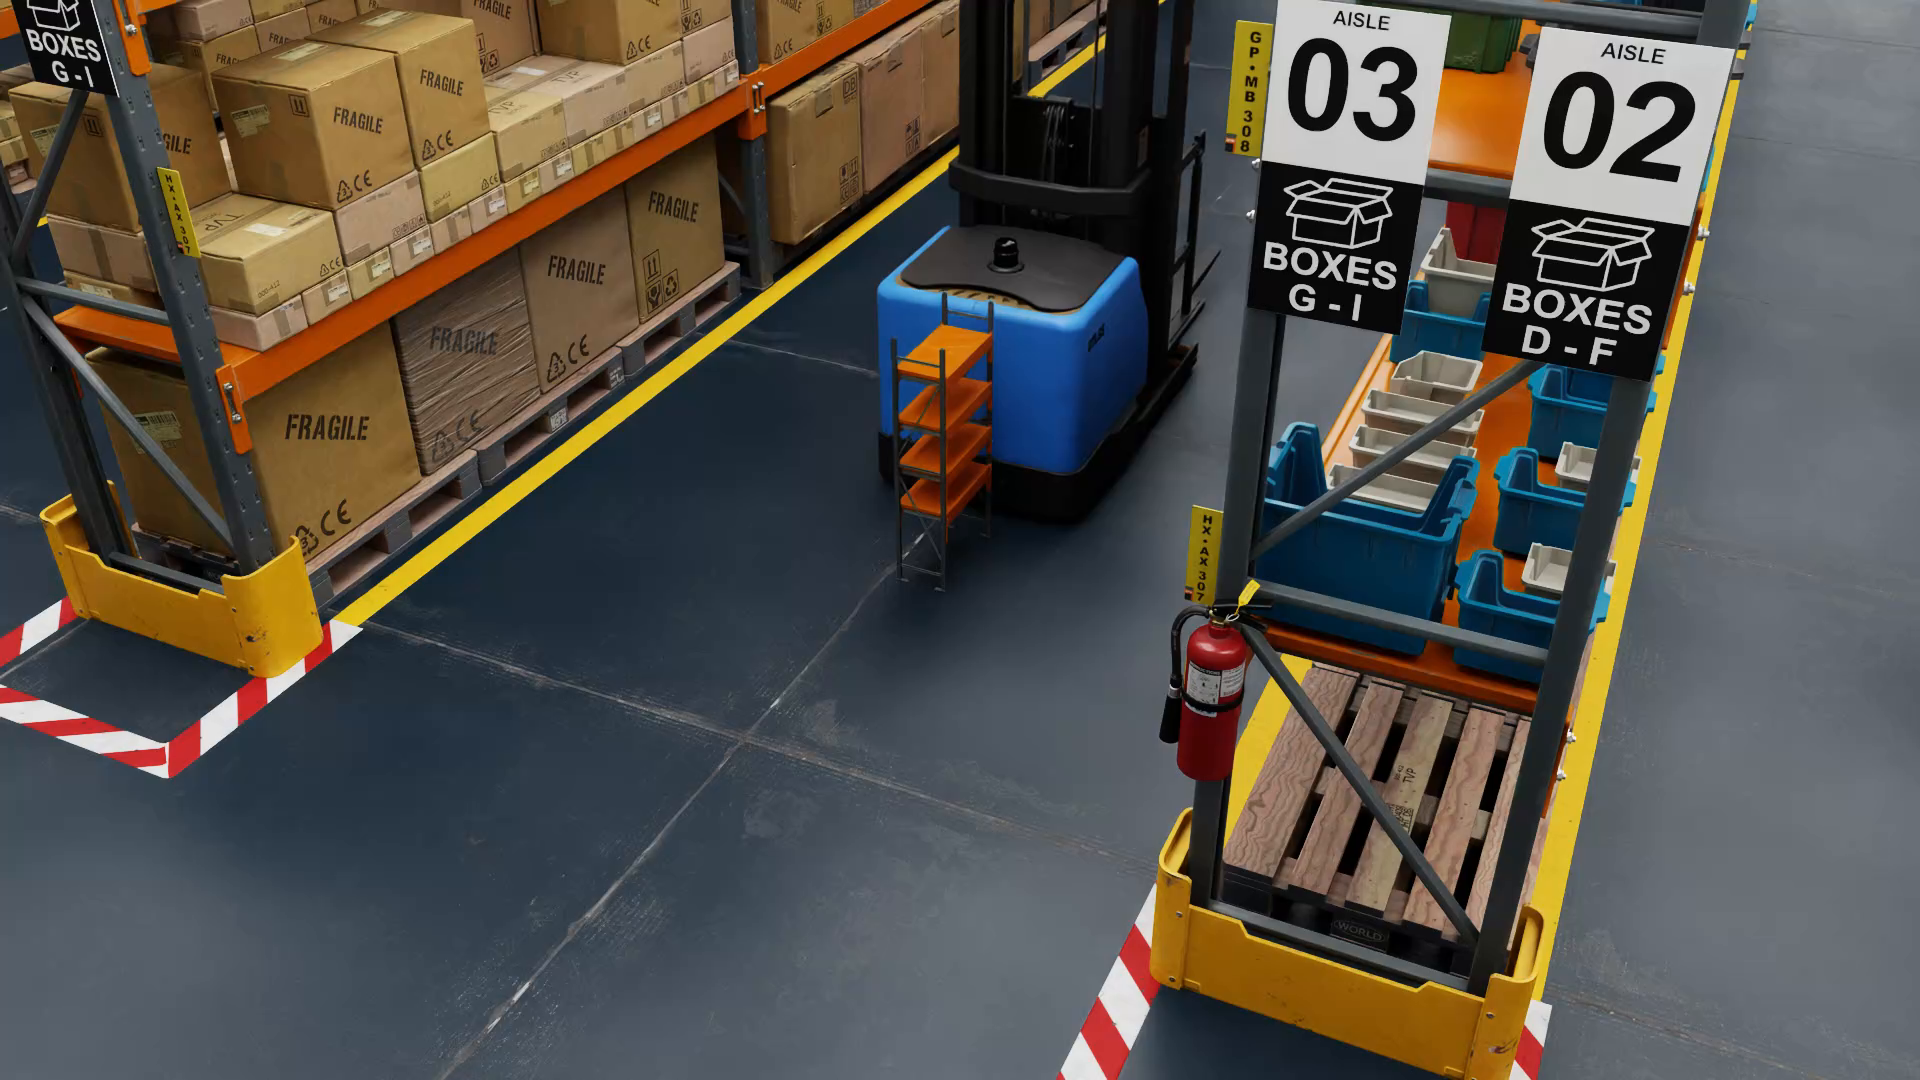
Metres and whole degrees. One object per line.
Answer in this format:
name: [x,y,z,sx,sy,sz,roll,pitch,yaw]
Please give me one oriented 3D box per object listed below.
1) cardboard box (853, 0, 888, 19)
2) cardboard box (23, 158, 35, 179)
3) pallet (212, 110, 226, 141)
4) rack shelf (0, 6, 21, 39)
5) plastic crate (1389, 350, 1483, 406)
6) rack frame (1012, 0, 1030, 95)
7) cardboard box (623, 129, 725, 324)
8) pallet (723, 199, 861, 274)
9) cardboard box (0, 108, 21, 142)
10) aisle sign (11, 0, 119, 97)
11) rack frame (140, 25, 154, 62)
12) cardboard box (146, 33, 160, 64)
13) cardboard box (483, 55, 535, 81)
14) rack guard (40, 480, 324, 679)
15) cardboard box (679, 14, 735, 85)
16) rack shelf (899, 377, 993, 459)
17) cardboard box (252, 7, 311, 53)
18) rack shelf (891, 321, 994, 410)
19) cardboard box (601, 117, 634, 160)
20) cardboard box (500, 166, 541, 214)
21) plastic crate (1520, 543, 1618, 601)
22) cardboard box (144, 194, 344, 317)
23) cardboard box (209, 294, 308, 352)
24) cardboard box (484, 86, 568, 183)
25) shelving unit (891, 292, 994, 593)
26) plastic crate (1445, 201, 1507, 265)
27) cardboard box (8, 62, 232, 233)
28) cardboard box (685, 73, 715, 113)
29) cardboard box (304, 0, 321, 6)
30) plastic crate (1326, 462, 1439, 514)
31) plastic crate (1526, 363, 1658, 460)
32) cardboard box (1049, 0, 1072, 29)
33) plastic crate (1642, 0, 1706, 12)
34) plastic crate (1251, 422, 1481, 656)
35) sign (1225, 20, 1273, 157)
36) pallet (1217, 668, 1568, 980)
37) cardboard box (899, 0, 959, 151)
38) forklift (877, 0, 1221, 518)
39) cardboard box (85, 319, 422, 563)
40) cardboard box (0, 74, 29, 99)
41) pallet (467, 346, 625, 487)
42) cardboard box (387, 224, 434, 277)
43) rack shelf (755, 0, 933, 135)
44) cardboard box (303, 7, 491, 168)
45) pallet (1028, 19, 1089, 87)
cardboard box: [-0.774,-3.606,10.423,0.500,0.500,0.500,13,36,19]
cardboard box: [-6.167,-2.535,11.097,0.380,0.149,0.250,13,35,19]
pallet: [-5.751,-3.303,12.595,1.003,0.211,1.213,14,36,20]
rack shelf: [-6.912,-2.784,9.917,1.077,0.370,4.000,14,36,20]
plastic crate: [1.725,-0.564,6.061,0.298,0.136,0.250,14,36,20]
rack frame: [0.061,-4.885,12.465,1.000,3.000,0.127,14,36,20]
cardboard box: [-1.962,-1.870,9.421,0.875,0.875,0.875,14,36,20]
pallet: [-1.358,-2.128,10.804,1.003,0.211,1.213,14,36,20]
cardboard box: [-6.336,-2.703,10.811,0.380,0.149,0.250,15,36,22]
aisle sign: [-3.044,-1.883,5.516,0.394,0.787,0.004,14,36,20]
rack frame: [-6.076,-4.081,11.239,1.000,3.000,0.127,14,36,20]
cardboard box: [-5.995,-3.638,12.459,0.500,0.500,0.500,13,36,20]
cardboard box: [-2.471,-2.275,8.349,0.500,0.250,0.500,15,36,22]
rack guard: [-3.296,0.156,7.055,1.175,0.500,0.348,14,36,20]
cardboard box: [-1.559,-2.675,8.959,0.500,0.250,0.500,14,36,20]
rack shelf: [-0.069,-0.550,7.210,0.258,0.148,0.480,14,36,20]
cardboard box: [-5.306,-3.783,12.680,0.500,0.500,0.500,16,36,23]
rack shelf: [-0.069,-0.748,7.080,0.258,0.148,0.480,14,36,20]
cardboard box: [-1.873,-2.048,8.367,0.380,0.149,0.250,15,36,21]
cardboard box: [-2.196,-1.663,7.780,0.380,0.149,0.250,13,36,19]
plastic crate: [1.824,0.132,4.998,0.250,0.136,0.298,14,36,20]
cardboard box: [-2.840,-1.140,6.618,0.500,0.250,0.500,13,36,19]
cardboard box: [-2.838,-0.897,6.611,0.380,0.149,0.250,15,36,21]
cardboard box: [-2.202,-1.911,7.794,0.500,0.250,0.500,13,36,20]
shelving unit: [-0.069,-0.419,7.295,0.258,1.200,0.503,14,36,20]
plastic crate: [2.284,-1.421,7.069,0.402,0.464,0.583,14,36,20]
cardboard box: [-3.321,-1.579,6.604,0.500,0.500,0.500,15,36,21]
cardboard box: [-1.551,-2.432,8.953,0.380,0.149,0.250,15,36,21]
cardboard box: [-5.088,-4.351,12.863,0.500,0.250,0.500,16,36,22]
plastic crate: [1.389,-0.127,5.394,0.396,0.136,0.243,14,36,20]
plastic crate: [2.166,-0.423,5.757,0.416,0.233,0.300,14,36,20]
cardboard box: [0.543,-4.641,13.971,0.700,0.500,0.500,11,35,17]
plastic crate: [2.101,-1.691,4.914,0.504,0.338,0.767,14,36,20]
plastic crate: [1.183,-0.014,4.949,0.616,0.435,0.499,14,36,20]
sign: [0.706,-1.093,4.042,0.100,0.325,0.005,14,36,20]
pallet: [1.593,1.000,6.033,1.003,0.211,1.213,14,36,20]
cardboard box: [-0.627,-3.391,11.741,1.225,0.875,0.875,14,36,21]
forklift: [0.658,-2.123,8.315,1.130,2.935,3.031,13,36,20]
cardboard box: [-3.091,-0.525,7.370,0.875,0.875,0.875,14,36,20]
cardboard box: [-6.577,-3.066,11.364,0.380,0.149,0.250,16,36,23]
pallet: [-2.511,-0.756,8.711,1.003,0.211,1.213,14,36,20]
cardboard box: [-2.517,-1.283,7.200,0.380,0.149,0.250,14,36,20]
rack shelf: [-0.776,-3.588,11.143,1.077,0.370,4.000,14,36,20]
cardboard box: [-2.420,-1.962,7.188,0.500,0.500,0.500,13,35,19]
pallet: [0.389,-4.108,13.822,1.003,0.211,1.213,14,36,20]
